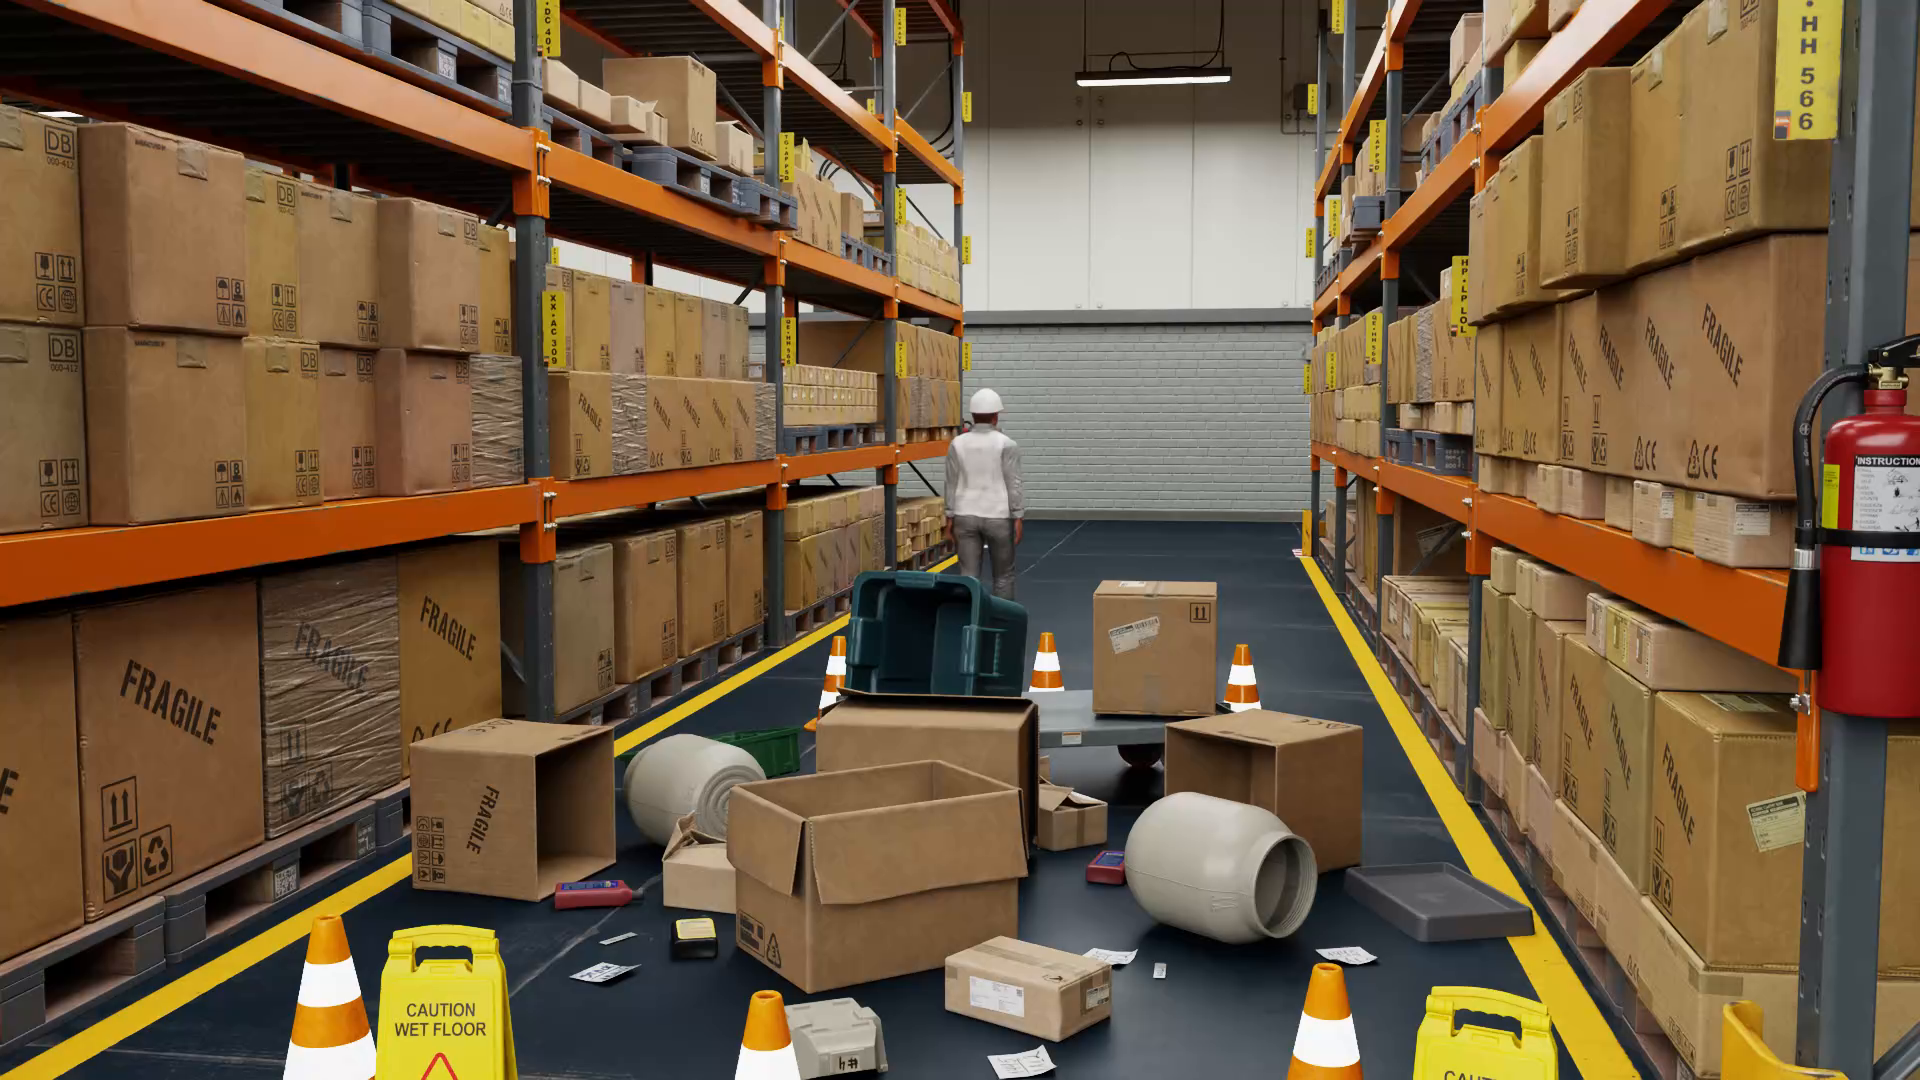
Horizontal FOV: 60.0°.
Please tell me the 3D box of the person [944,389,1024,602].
[{"bbox_3d":[0.194,-0.157,11.462,0.557,1.763,0.742,1,5,12],"label":"person"}]
